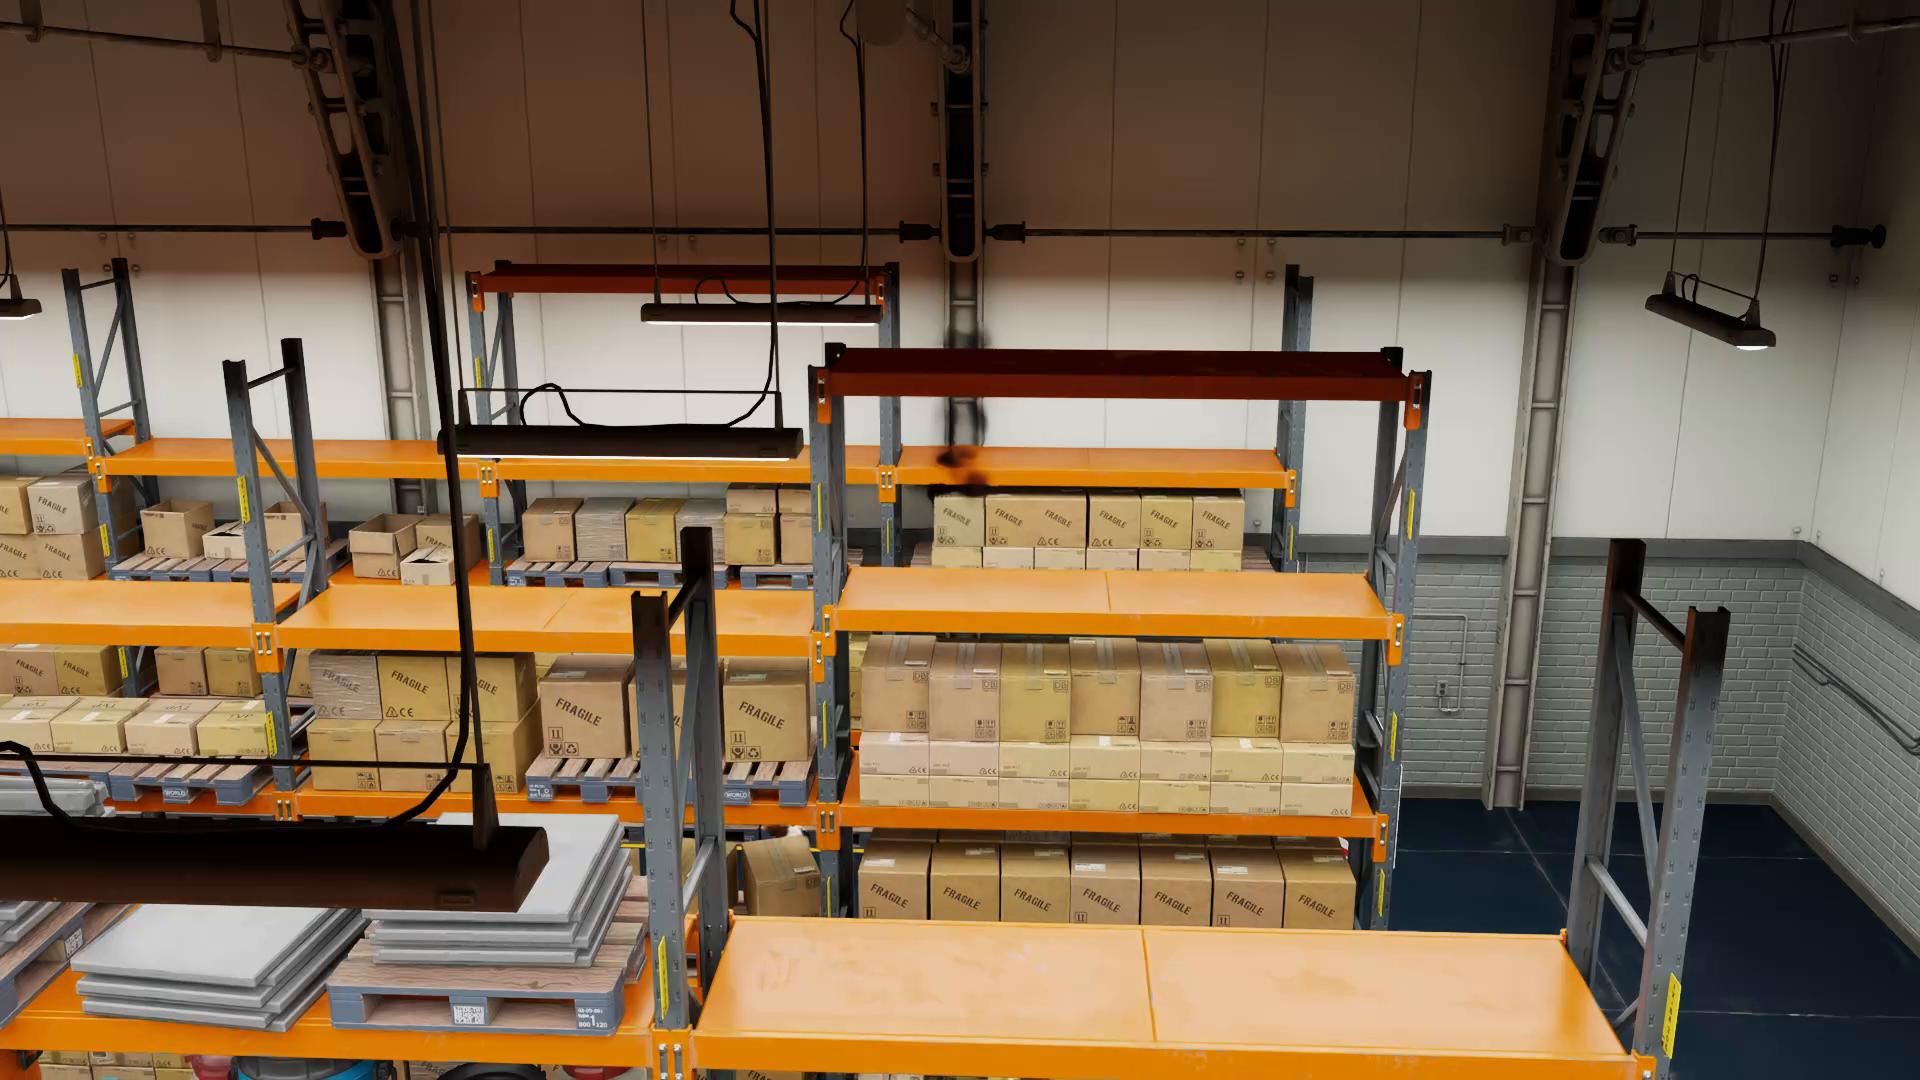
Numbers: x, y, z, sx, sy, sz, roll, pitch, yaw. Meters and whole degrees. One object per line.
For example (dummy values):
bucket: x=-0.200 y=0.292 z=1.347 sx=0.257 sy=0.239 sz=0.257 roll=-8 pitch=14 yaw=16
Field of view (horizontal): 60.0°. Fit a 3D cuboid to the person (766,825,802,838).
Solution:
person: x=-1.494 y=3.149 z=14.676 sx=0.644 sy=1.743 sz=0.723 roll=1 pitch=16 yaw=2
